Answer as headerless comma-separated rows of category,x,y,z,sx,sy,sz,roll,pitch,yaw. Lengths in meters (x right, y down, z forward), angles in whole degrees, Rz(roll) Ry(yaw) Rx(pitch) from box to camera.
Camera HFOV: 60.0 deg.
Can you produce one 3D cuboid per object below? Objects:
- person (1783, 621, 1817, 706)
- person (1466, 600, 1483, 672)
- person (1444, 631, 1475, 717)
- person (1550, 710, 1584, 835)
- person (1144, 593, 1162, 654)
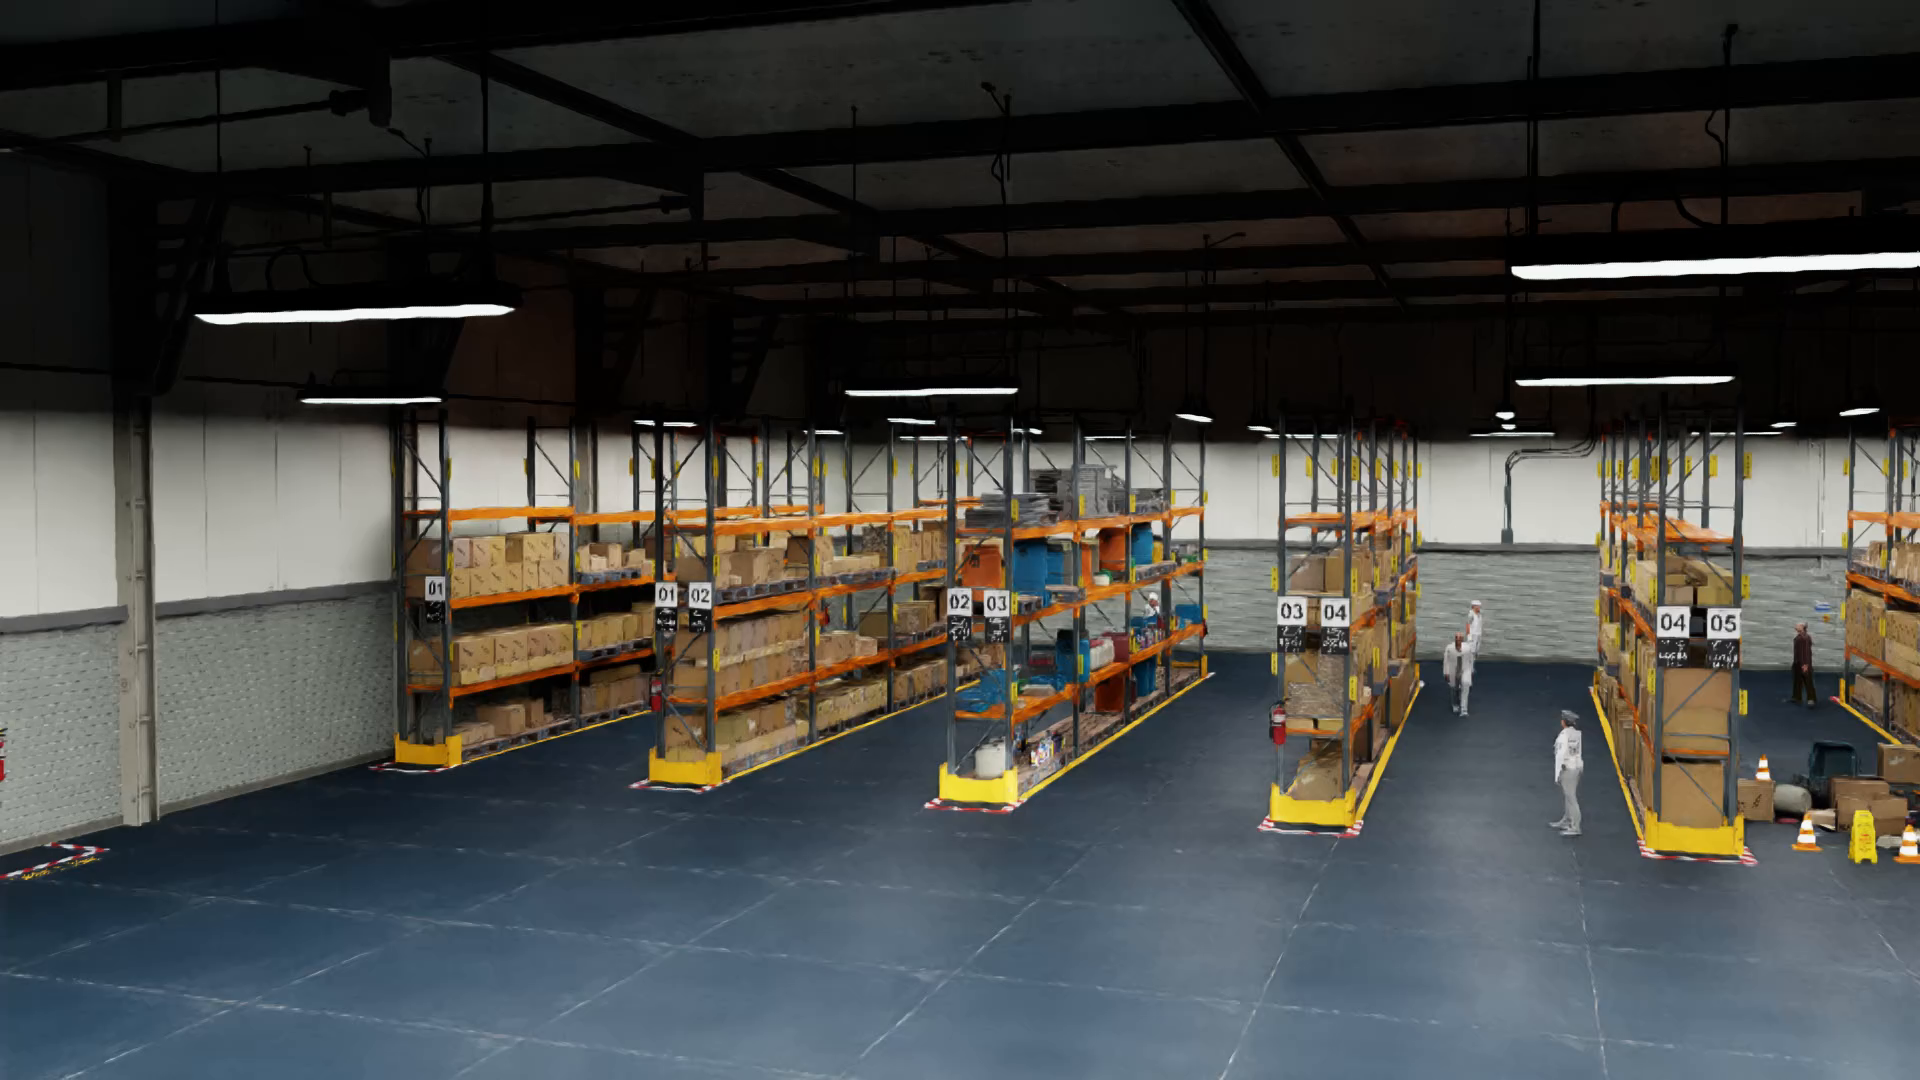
person,17.809,2.597,35.160,0.557,1.776,0.678,0,2,9
person,12.513,2.355,40.739,0.704,1.780,0.460,-2,3,-39
person,10.093,2.691,33.656,0.598,1.698,1.194,1,3,21
person,8.346,3.172,22.864,0.571,1.667,0.545,-2,3,-44
person,5.030,2.258,43.154,0.723,1.764,0.530,-2,3,-38
